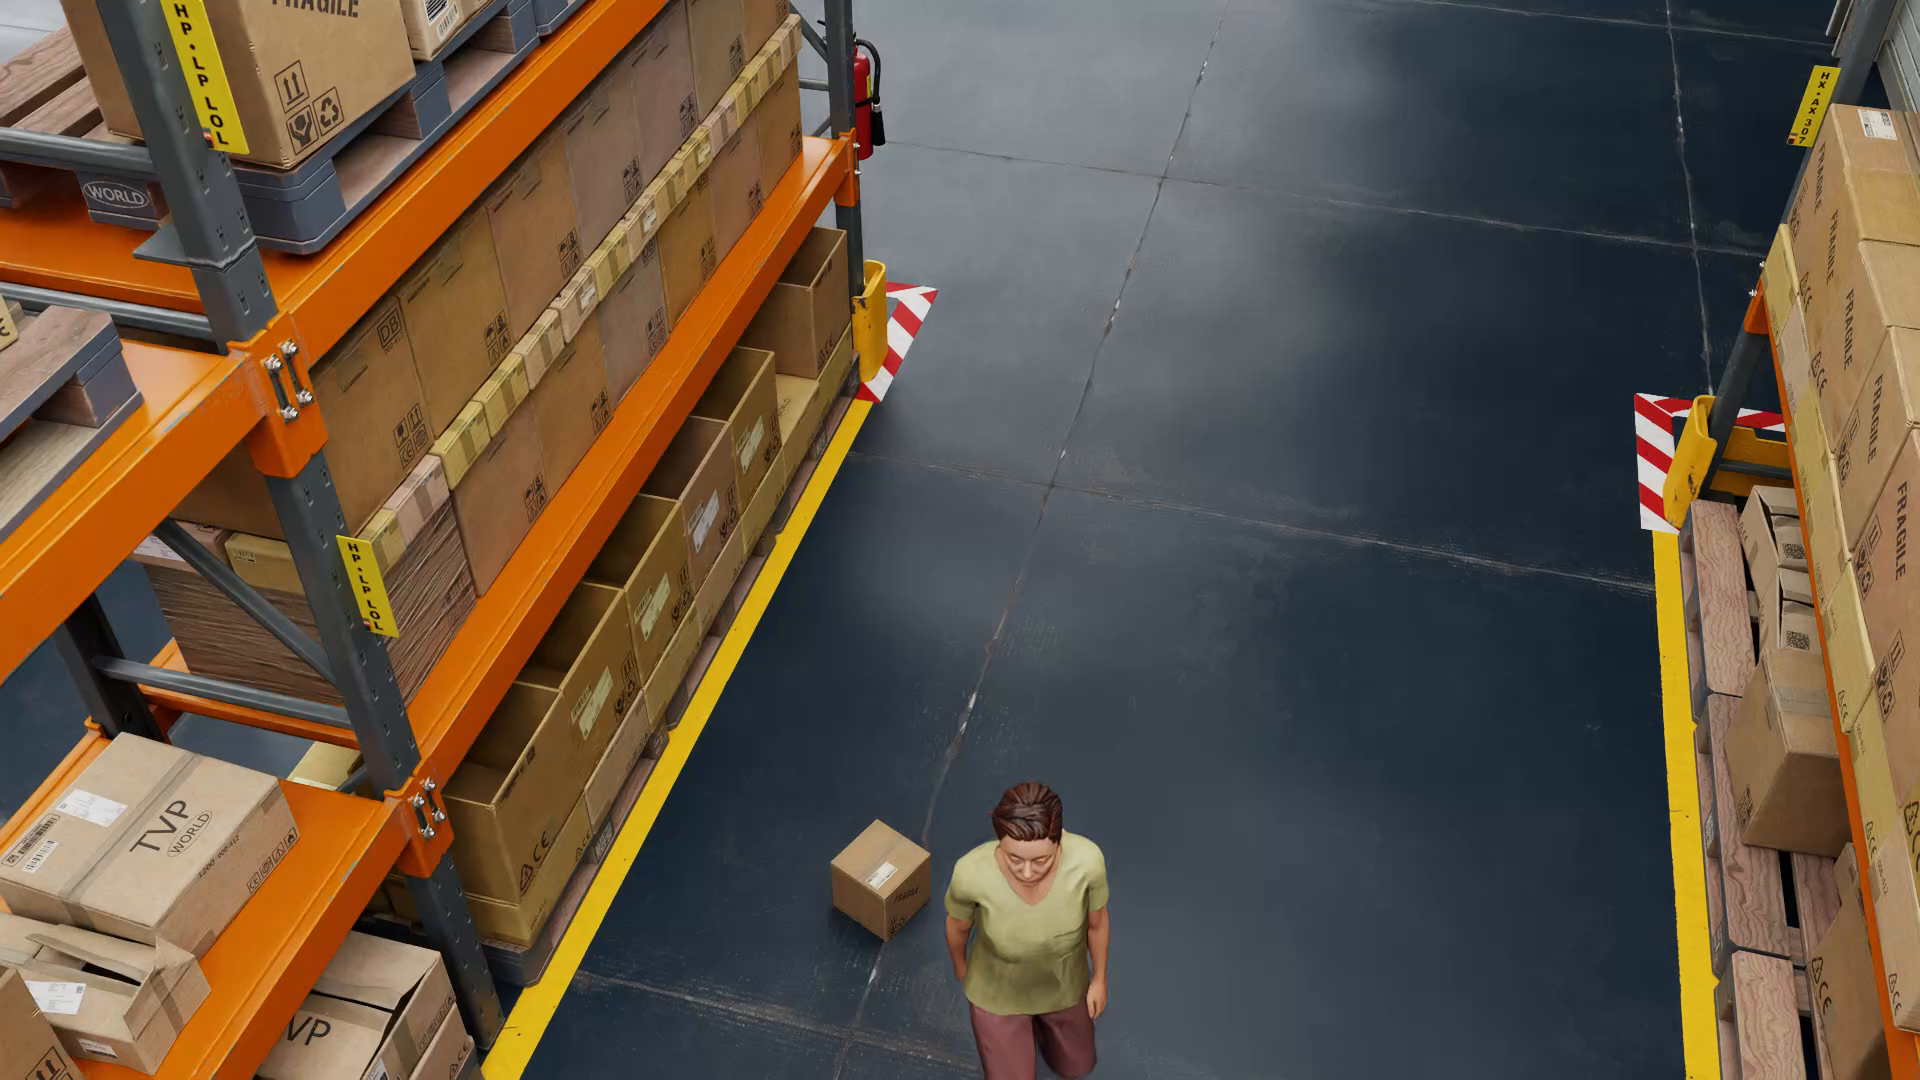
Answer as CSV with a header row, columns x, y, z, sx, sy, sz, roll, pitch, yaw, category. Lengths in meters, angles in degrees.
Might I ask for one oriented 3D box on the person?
x,y,z,sx,sy,sz,roll,pitch,yaw,category
0.181,1.215,4.743,0.451,1.646,0.749,-8,42,-9,person
